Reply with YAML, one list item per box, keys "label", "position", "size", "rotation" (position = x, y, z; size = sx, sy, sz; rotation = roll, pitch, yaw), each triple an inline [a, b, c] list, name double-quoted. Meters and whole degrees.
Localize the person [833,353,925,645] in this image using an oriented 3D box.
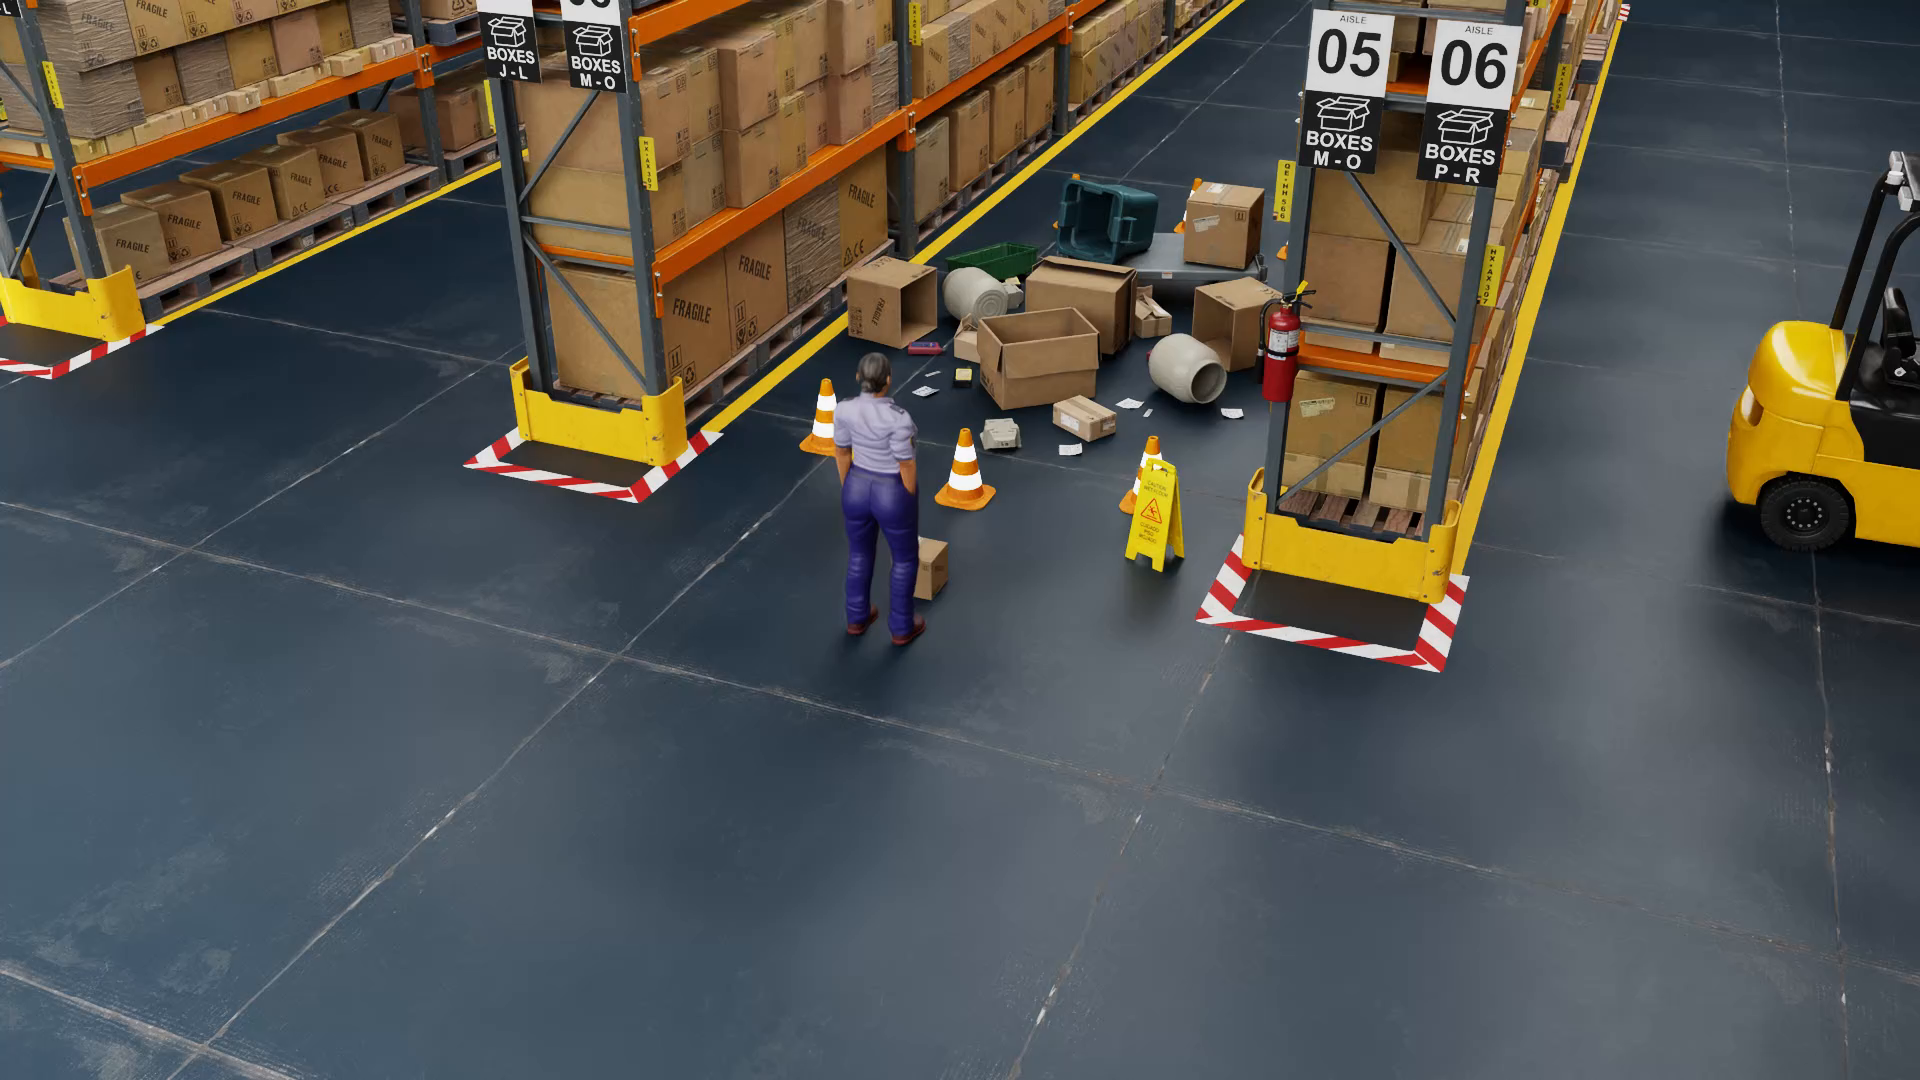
- label: "person"
  position: [-0.431, -0.228, 8.812]
  size: [0.469, 1.646, 0.342]
  rotation: [12, 32, 20]
